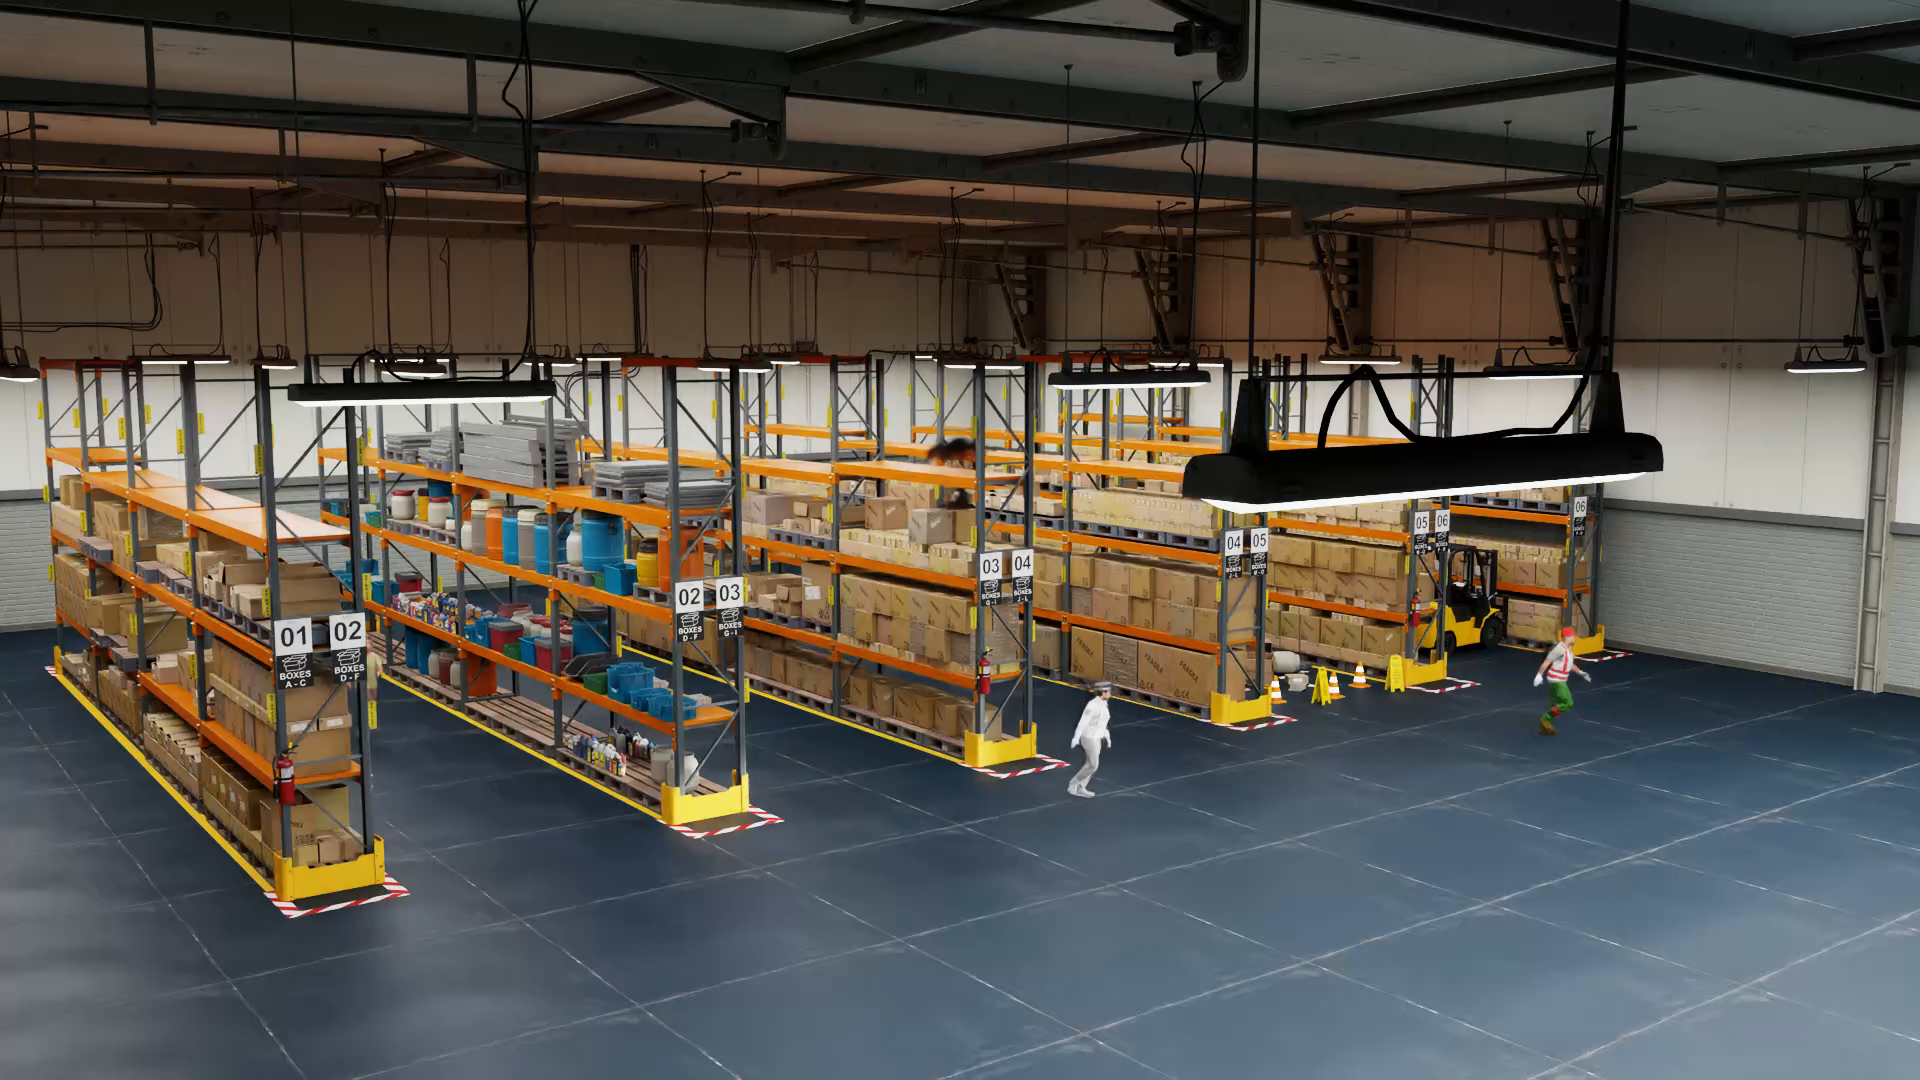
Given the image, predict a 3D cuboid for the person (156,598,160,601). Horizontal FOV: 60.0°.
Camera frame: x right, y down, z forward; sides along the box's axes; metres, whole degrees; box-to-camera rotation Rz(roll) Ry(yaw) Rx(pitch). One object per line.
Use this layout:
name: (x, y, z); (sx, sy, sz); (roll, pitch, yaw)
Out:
person: (-15.819, 1.521, 33.054); (0.800, 1.722, 0.692); (2, 7, 17)

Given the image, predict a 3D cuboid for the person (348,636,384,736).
person: (-9.375, 2.357, 26.248); (0.688, 1.688, 0.565); (7, 9, 43)

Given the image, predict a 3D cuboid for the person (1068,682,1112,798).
person: (1.816, 2.770, 23.076); (0.543, 1.632, 0.633); (3, 8, 26)

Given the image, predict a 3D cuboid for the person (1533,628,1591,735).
person: (9.658, 2.266, 26.664); (0.812, 1.742, 0.652); (4, 8, 28)
